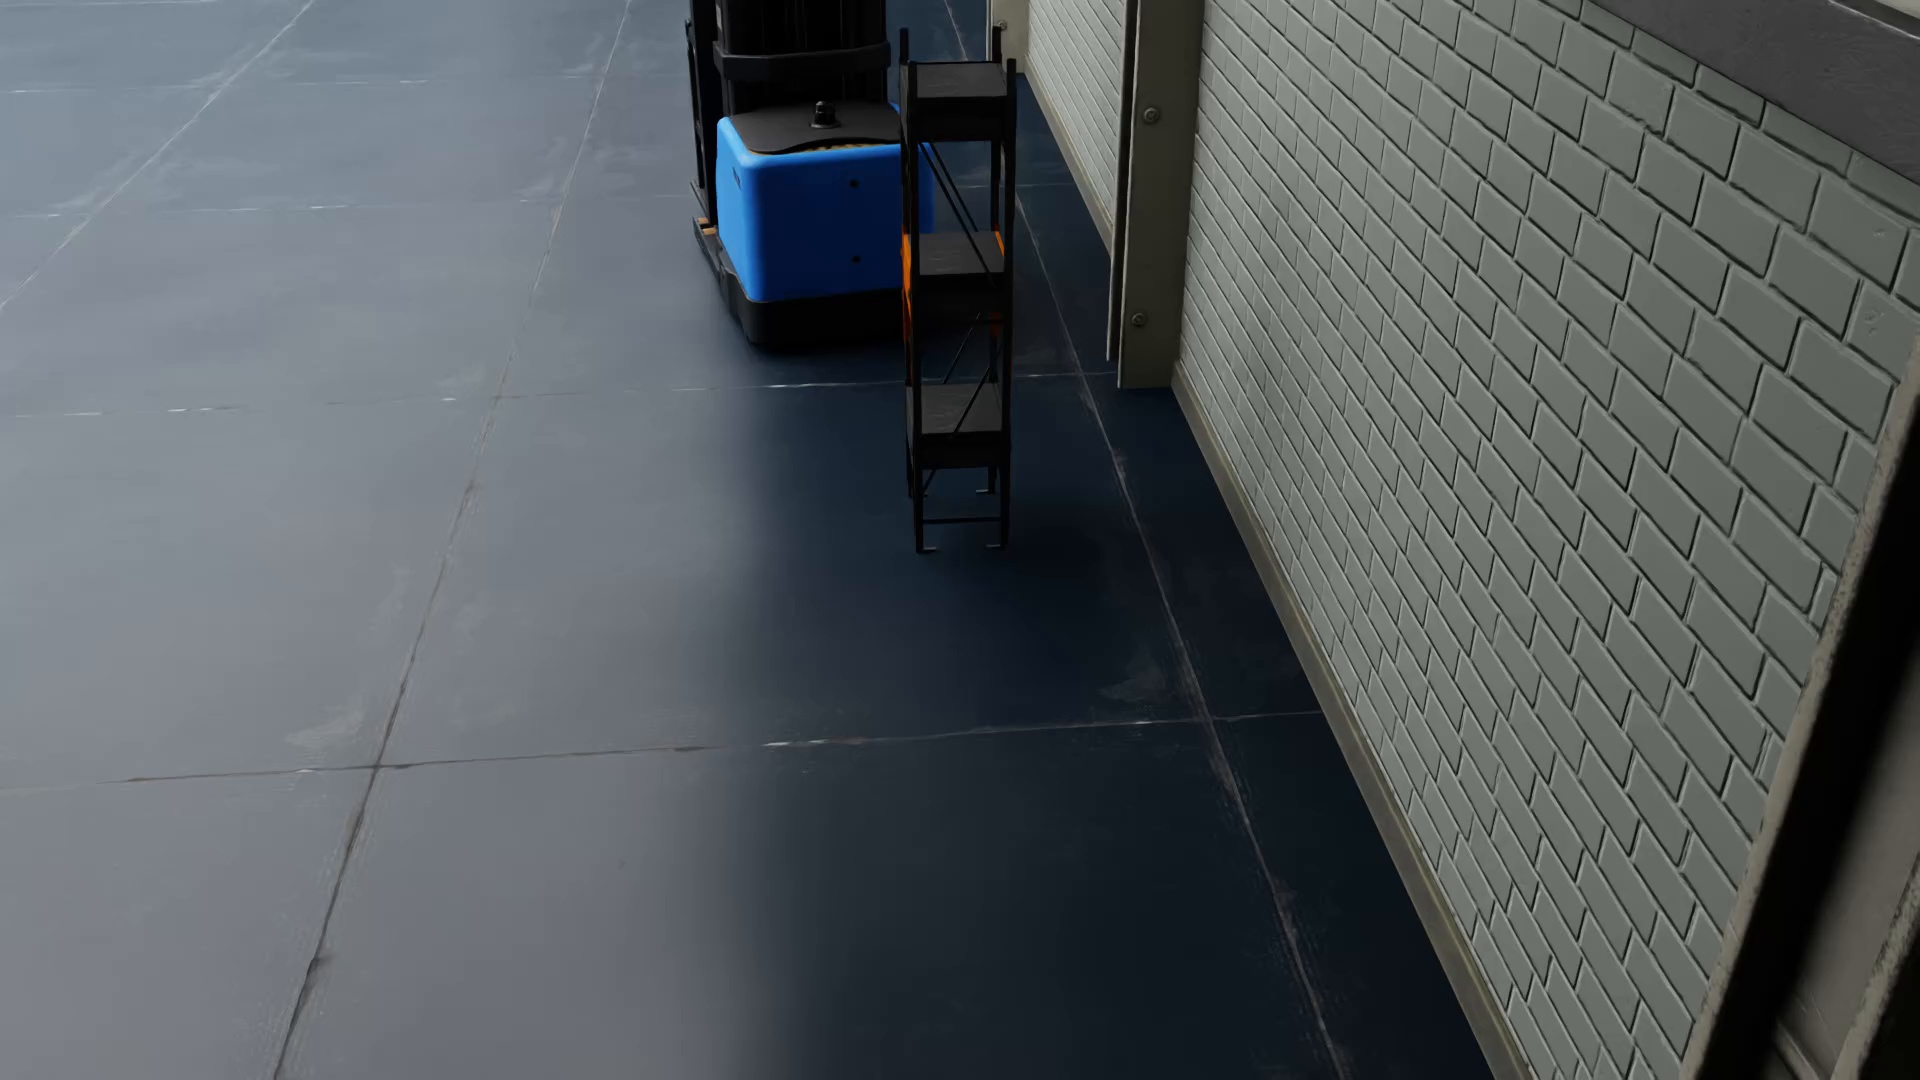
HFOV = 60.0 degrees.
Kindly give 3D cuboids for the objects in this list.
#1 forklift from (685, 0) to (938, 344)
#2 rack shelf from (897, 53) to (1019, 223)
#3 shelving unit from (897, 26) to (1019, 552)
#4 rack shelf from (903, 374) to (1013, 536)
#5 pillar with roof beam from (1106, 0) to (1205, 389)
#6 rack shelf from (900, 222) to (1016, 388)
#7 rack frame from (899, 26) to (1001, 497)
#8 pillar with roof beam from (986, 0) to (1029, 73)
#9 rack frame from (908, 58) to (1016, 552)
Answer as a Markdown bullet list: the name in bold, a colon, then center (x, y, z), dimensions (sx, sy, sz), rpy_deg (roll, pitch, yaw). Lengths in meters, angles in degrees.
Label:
- **forklift**: center (-1.024, -3.044, 9.489), dimensions (1.130, 2.935, 3.031), rpy_deg (-9, 32, -14)
- **rack shelf**: center (-0.015, -1.575, 6.501), dimensions (0.431, 0.518, 0.480), rpy_deg (-3, 31, -5)
- **shelving unit**: center (-0.015, -0.986, 6.853), dimensions (0.431, 2.100, 0.503), rpy_deg (-3, 31, -5)
- **rack shelf**: center (-0.015, -0.373, 7.219), dimensions (0.431, 0.518, 0.480), rpy_deg (-3, 31, -5)
- **pillar with roof beam**: center (-3.332, -4.543, 6.081), dimensions (9.100, 9.000, 0.400), rpy_deg (-3, 31, -5)
- **rack shelf**: center (-0.015, -0.974, 6.860), dimensions (0.431, 0.518, 0.480), rpy_deg (-3, 31, -5)
- **rack frame**: center (-0.038, -1.111, 7.062), dimensions (0.400, 2.100, 0.015), rpy_deg (-3, 31, -5)
- **pillar with roof beam**: center (-3.893, -7.607, 11.210), dimensions (9.100, 9.000, 0.400), rpy_deg (-3, 31, -5)
- **rack frame**: center (0.007, -0.861, 6.644), dimensions (0.400, 2.100, 0.015), rpy_deg (-3, 31, -5)
